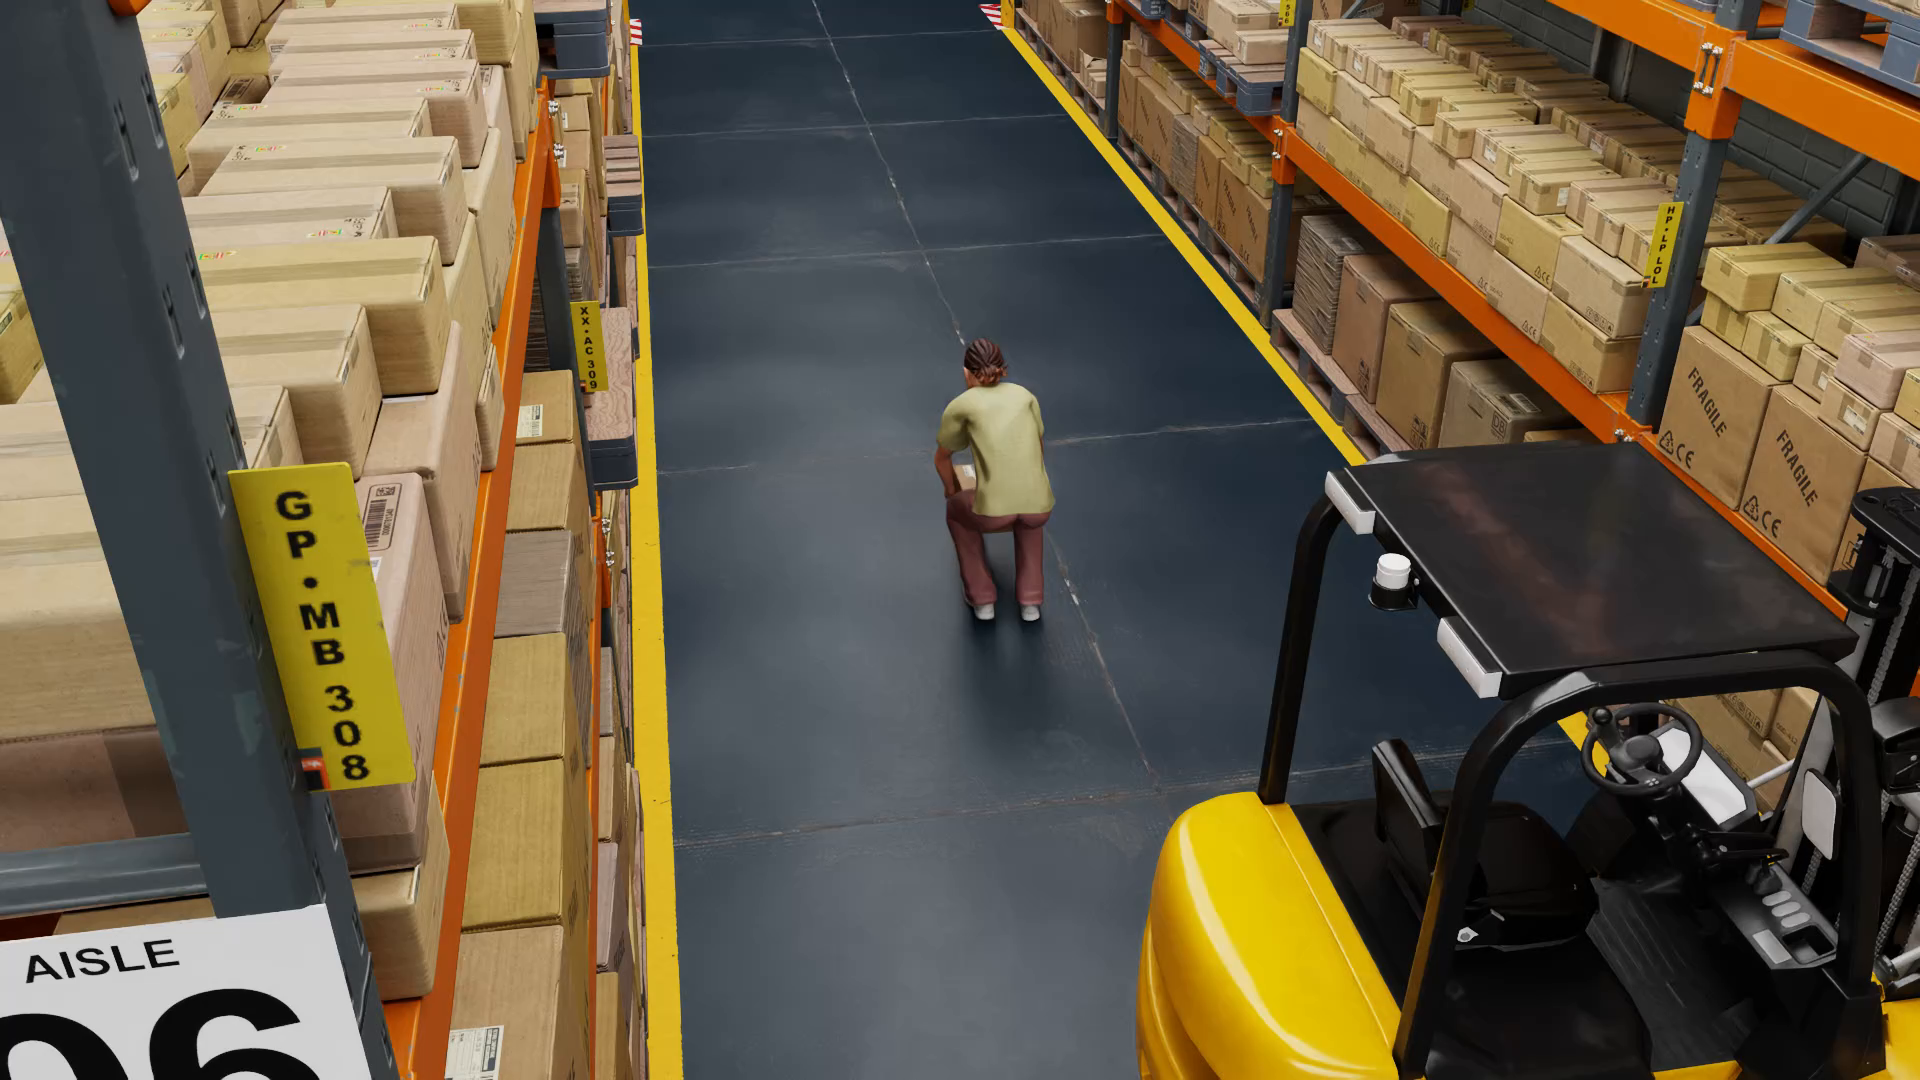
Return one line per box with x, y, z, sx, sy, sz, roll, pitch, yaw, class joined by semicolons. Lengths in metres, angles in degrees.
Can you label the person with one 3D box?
0.152;-0.238;7.480;0.509;1.222;0.716;-5;31;-9;person
